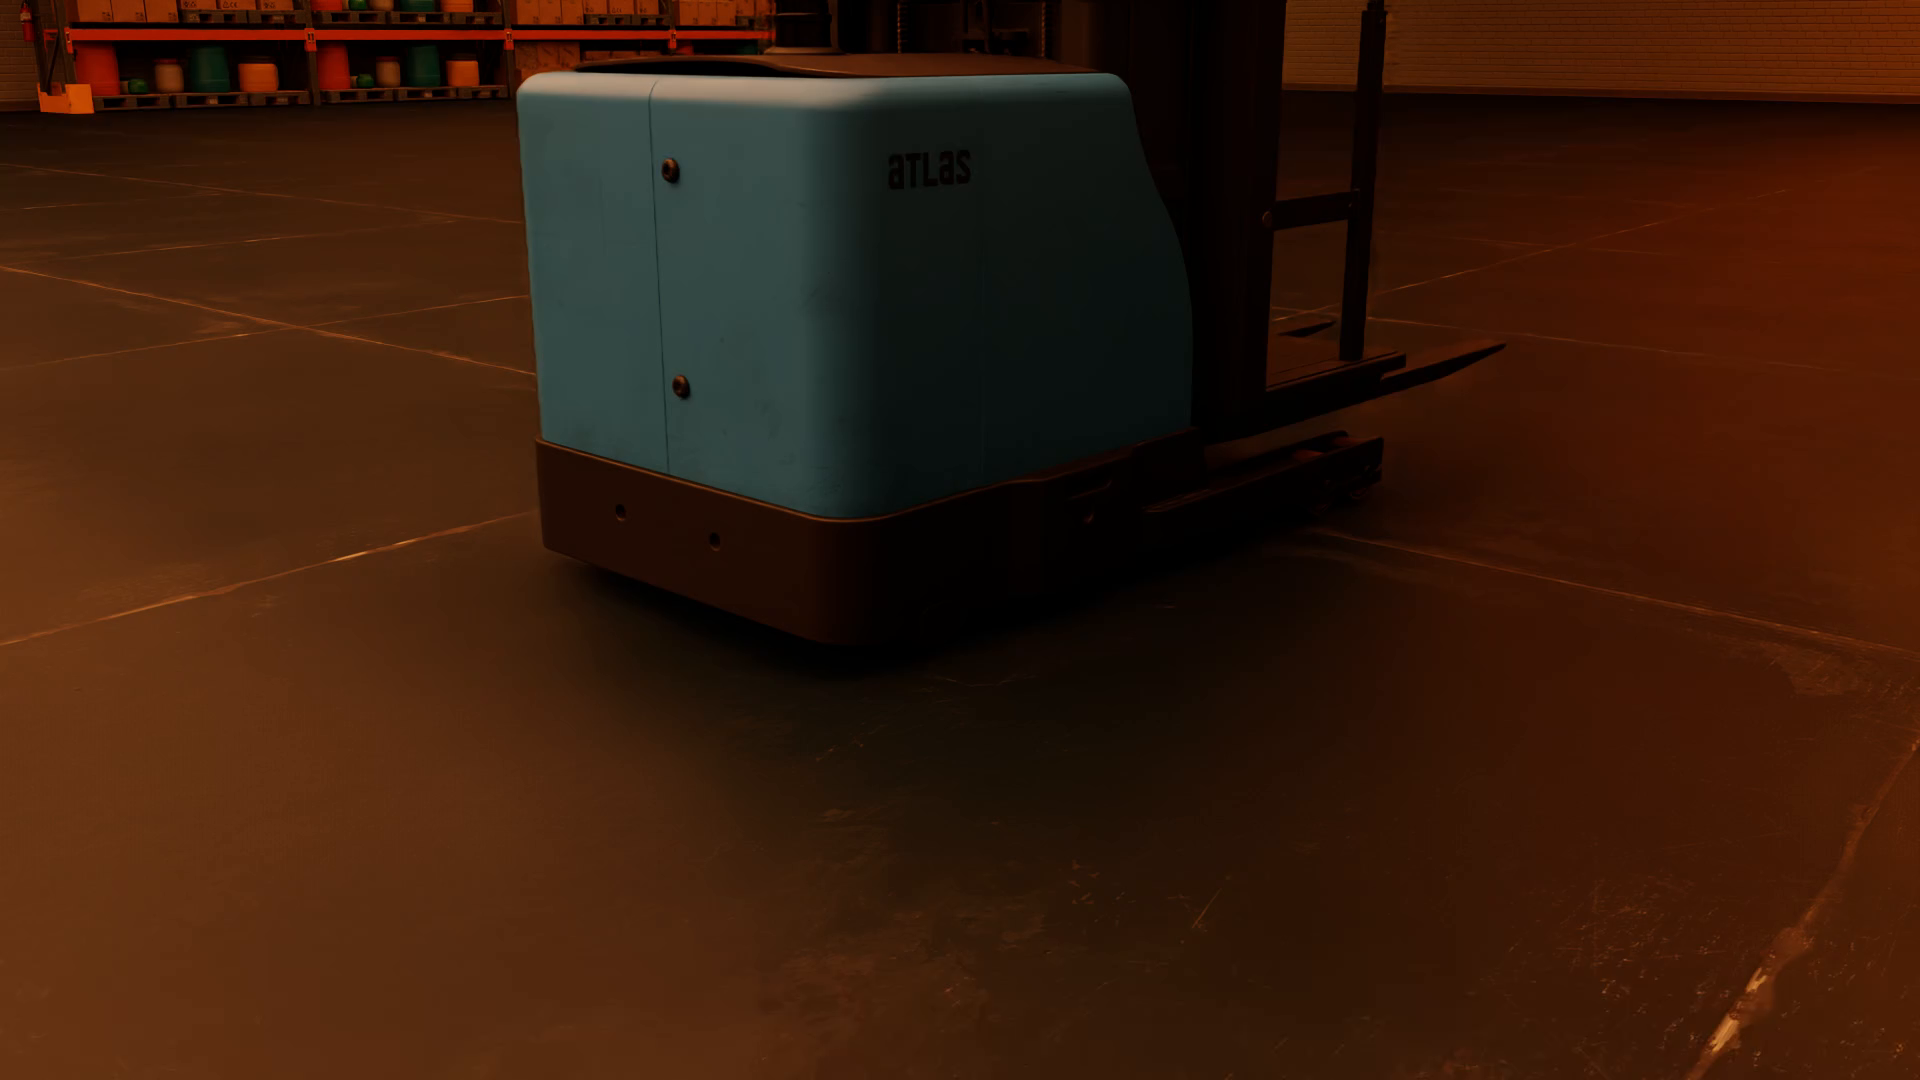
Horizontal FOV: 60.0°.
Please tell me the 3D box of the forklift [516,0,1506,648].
[{"bbox_3d":[0.443,-1.552,4.008,1.130,2.935,3.031,15,22,40],"label":"forklift"}]
